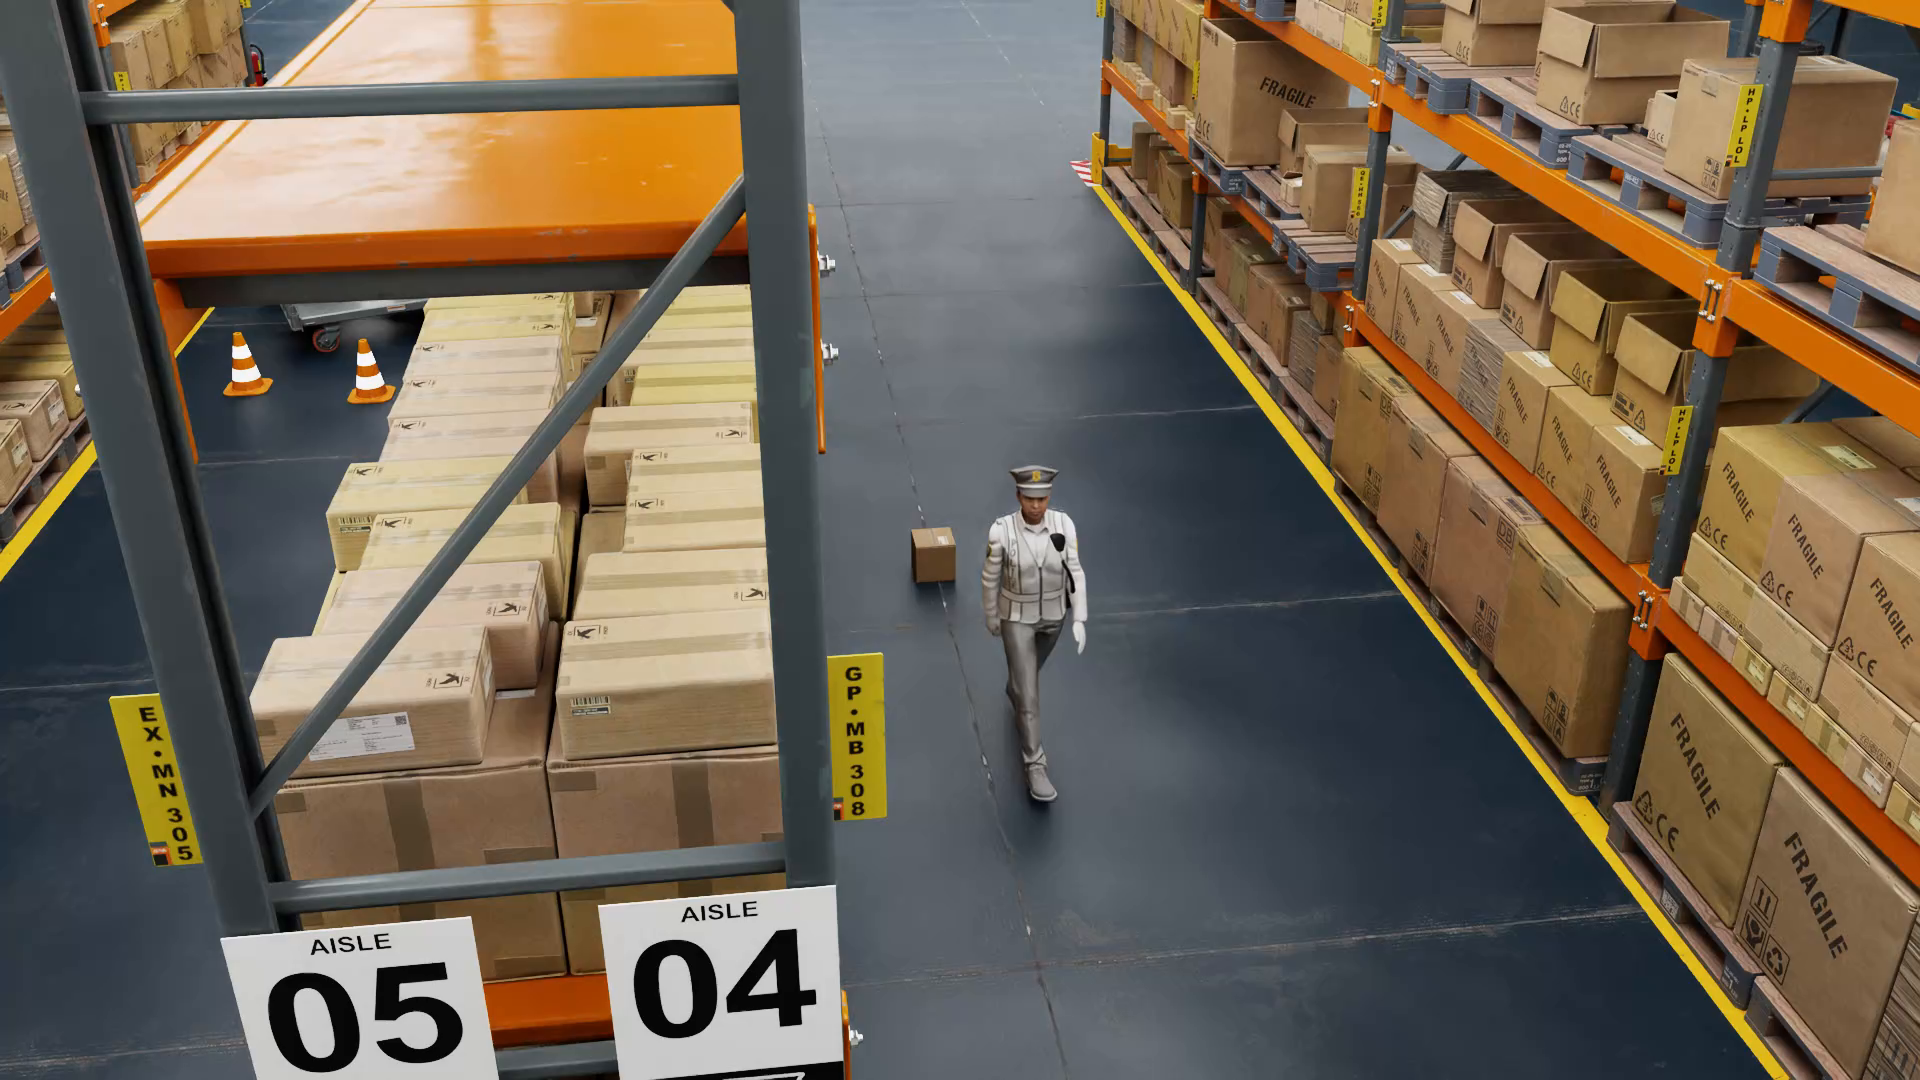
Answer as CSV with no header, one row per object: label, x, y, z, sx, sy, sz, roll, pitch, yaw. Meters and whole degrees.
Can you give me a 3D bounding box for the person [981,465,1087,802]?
person,0.383,0.370,8.327,0.490,1.630,1.028,-8,28,-15
